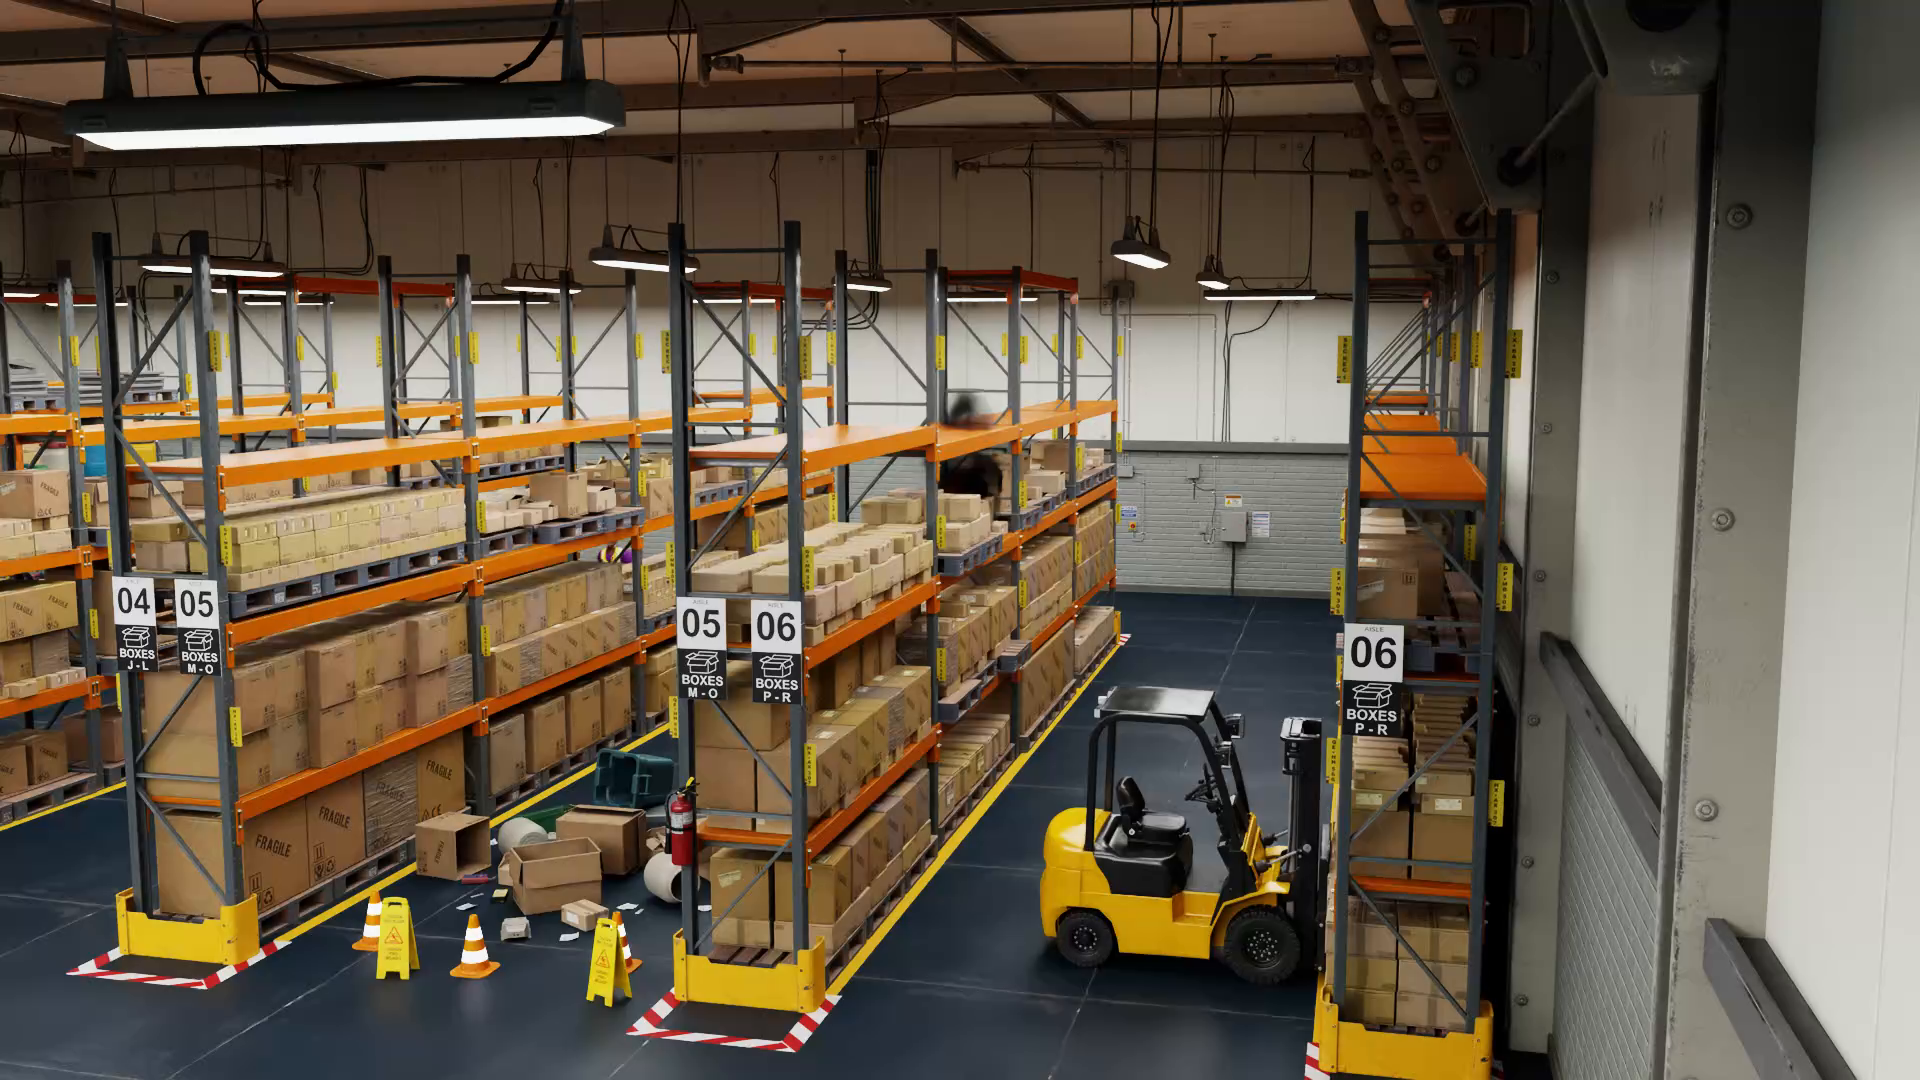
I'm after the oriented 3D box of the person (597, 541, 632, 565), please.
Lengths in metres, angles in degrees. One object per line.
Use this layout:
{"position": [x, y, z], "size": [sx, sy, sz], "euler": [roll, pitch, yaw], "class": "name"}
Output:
{"position": [-6.079, 0.763, 29.134], "size": [0.699, 1.775, 0.687], "euler": [1, 7, 6], "class": "person"}
